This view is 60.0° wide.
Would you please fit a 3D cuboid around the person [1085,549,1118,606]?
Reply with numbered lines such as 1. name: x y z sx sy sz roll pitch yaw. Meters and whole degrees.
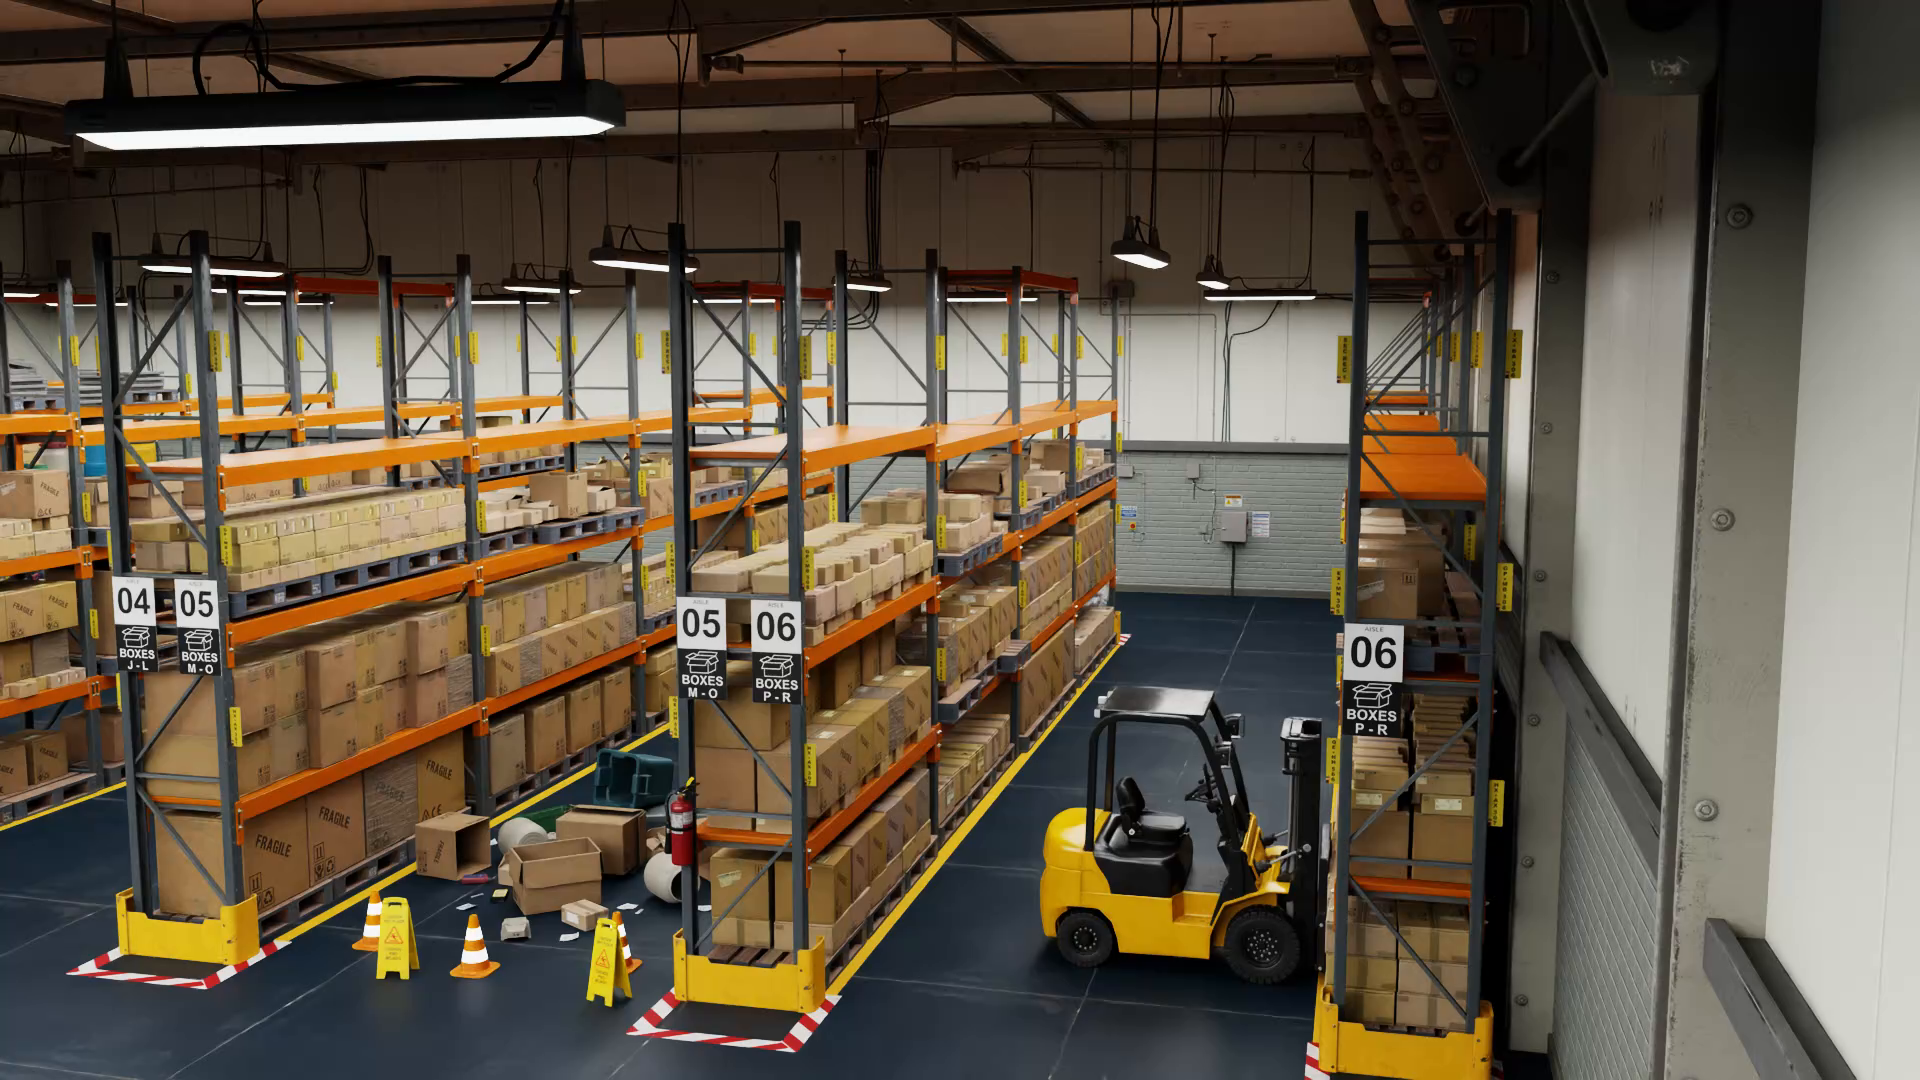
1. person: 2.529 0.658 29.821 0.528 1.756 0.933 -5 9 -35
